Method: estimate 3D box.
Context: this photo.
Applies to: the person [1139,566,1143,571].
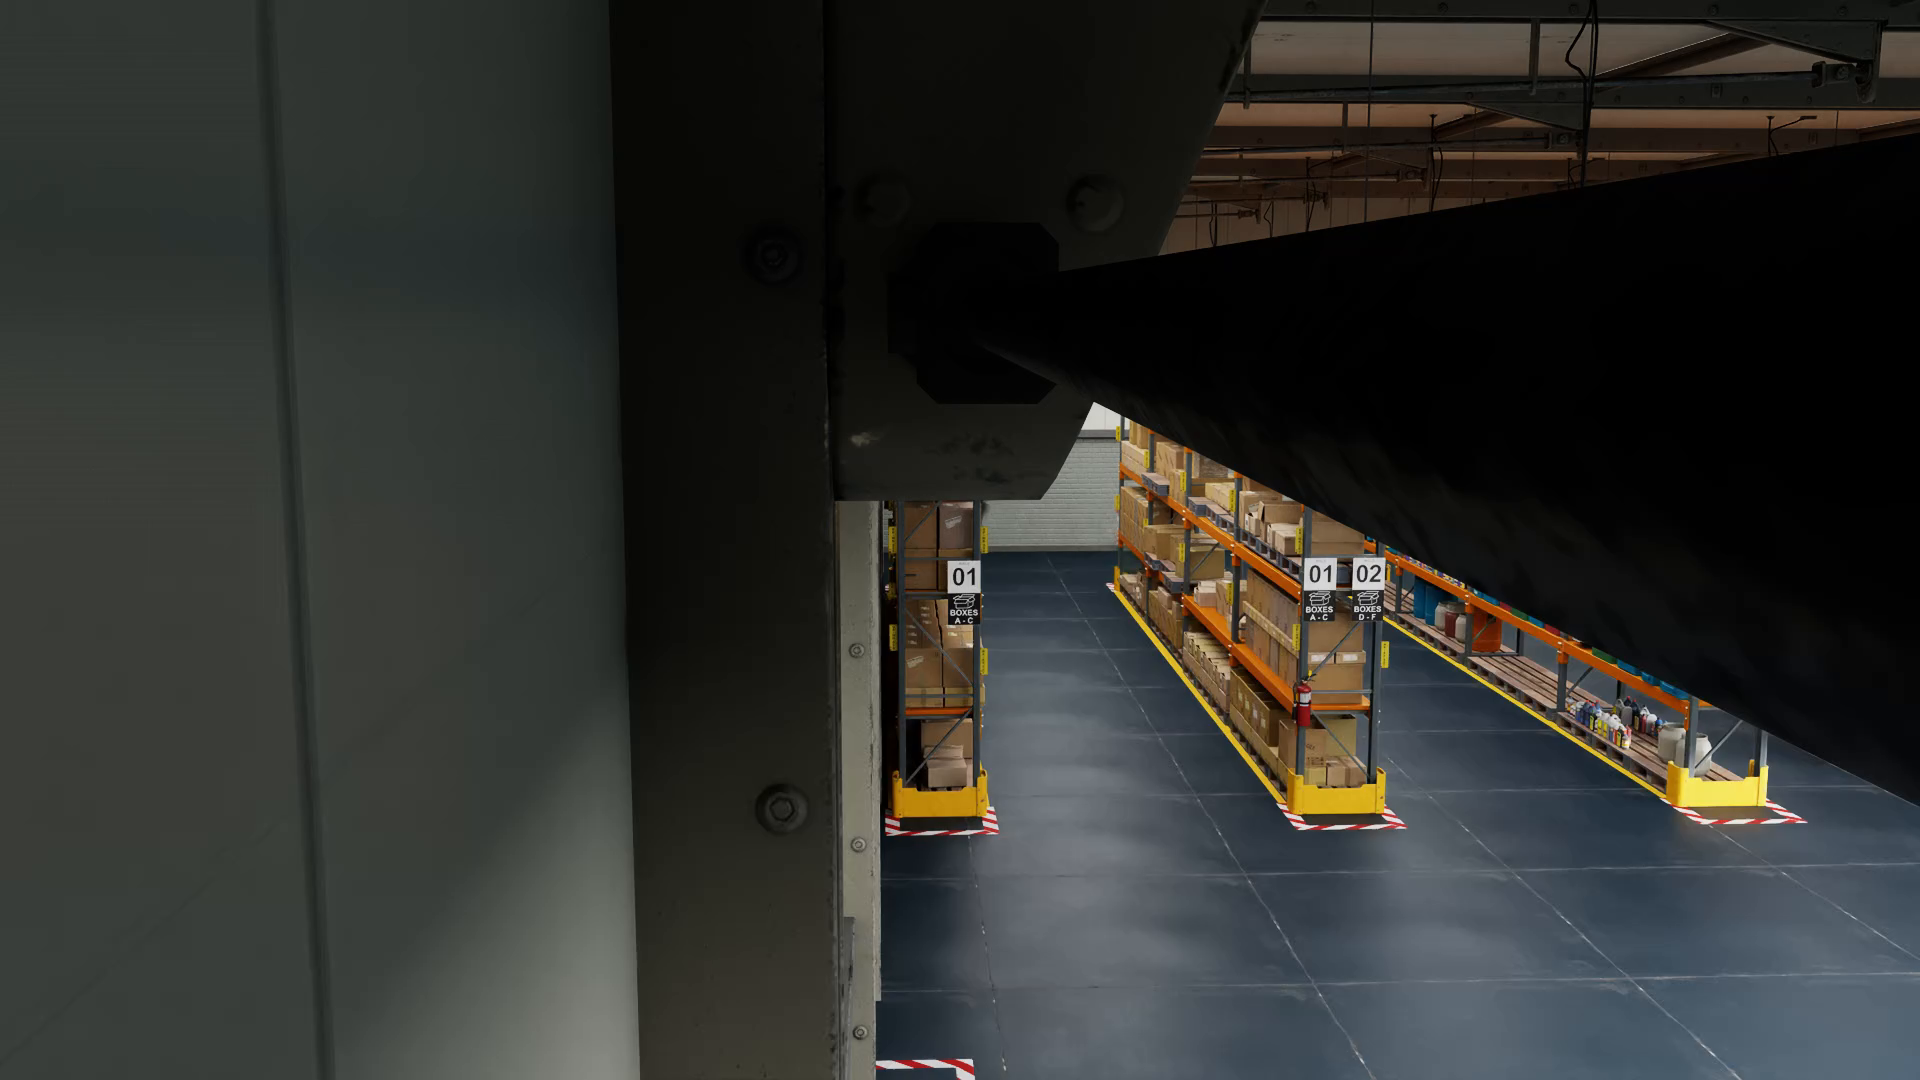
[{"bbox_3d":[4.354,0.107,37.391,0.658,1.734,0.689,3,9,18],"label":"person"}]
